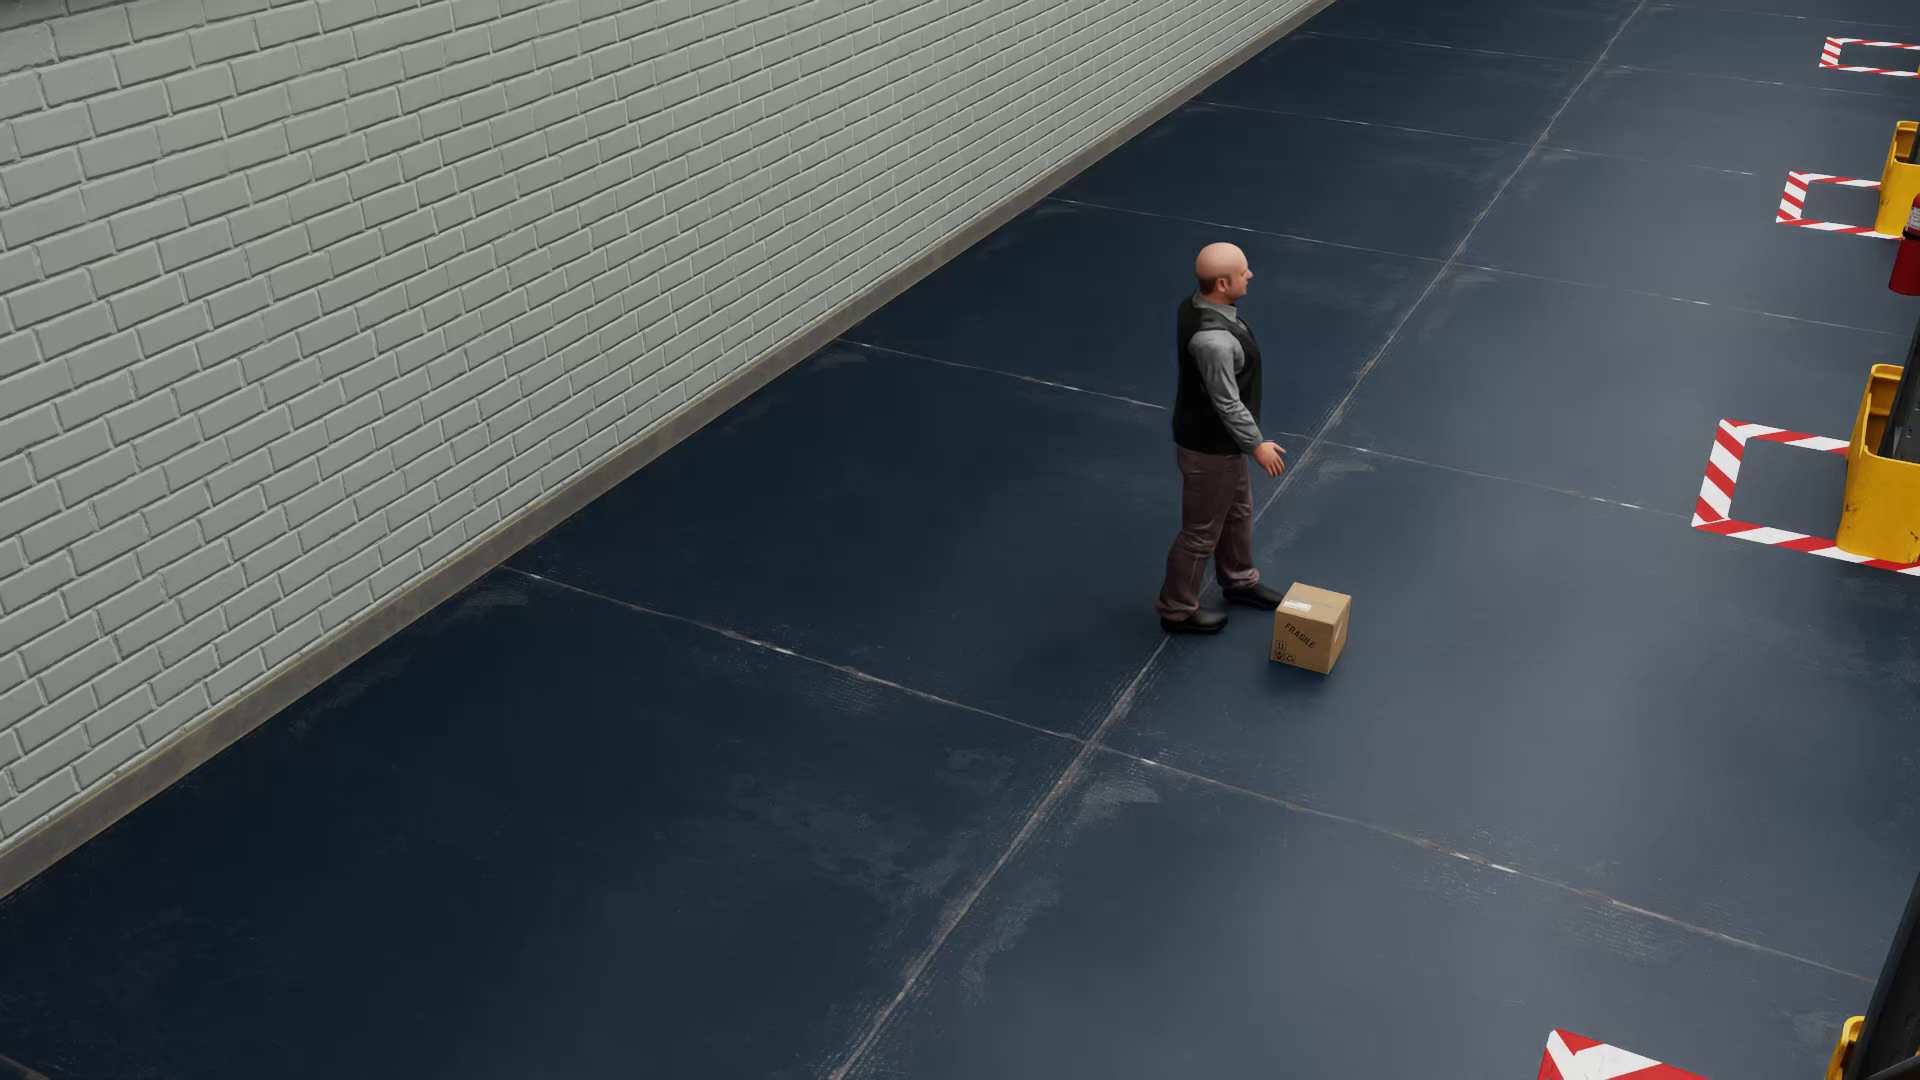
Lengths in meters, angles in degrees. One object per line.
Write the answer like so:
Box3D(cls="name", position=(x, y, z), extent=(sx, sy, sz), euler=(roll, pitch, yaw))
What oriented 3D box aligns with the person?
Box3D(cls="person", position=(1.143, -0.389, 6.820), extent=(0.602, 1.734, 0.546), euler=(3, 30, 5))
